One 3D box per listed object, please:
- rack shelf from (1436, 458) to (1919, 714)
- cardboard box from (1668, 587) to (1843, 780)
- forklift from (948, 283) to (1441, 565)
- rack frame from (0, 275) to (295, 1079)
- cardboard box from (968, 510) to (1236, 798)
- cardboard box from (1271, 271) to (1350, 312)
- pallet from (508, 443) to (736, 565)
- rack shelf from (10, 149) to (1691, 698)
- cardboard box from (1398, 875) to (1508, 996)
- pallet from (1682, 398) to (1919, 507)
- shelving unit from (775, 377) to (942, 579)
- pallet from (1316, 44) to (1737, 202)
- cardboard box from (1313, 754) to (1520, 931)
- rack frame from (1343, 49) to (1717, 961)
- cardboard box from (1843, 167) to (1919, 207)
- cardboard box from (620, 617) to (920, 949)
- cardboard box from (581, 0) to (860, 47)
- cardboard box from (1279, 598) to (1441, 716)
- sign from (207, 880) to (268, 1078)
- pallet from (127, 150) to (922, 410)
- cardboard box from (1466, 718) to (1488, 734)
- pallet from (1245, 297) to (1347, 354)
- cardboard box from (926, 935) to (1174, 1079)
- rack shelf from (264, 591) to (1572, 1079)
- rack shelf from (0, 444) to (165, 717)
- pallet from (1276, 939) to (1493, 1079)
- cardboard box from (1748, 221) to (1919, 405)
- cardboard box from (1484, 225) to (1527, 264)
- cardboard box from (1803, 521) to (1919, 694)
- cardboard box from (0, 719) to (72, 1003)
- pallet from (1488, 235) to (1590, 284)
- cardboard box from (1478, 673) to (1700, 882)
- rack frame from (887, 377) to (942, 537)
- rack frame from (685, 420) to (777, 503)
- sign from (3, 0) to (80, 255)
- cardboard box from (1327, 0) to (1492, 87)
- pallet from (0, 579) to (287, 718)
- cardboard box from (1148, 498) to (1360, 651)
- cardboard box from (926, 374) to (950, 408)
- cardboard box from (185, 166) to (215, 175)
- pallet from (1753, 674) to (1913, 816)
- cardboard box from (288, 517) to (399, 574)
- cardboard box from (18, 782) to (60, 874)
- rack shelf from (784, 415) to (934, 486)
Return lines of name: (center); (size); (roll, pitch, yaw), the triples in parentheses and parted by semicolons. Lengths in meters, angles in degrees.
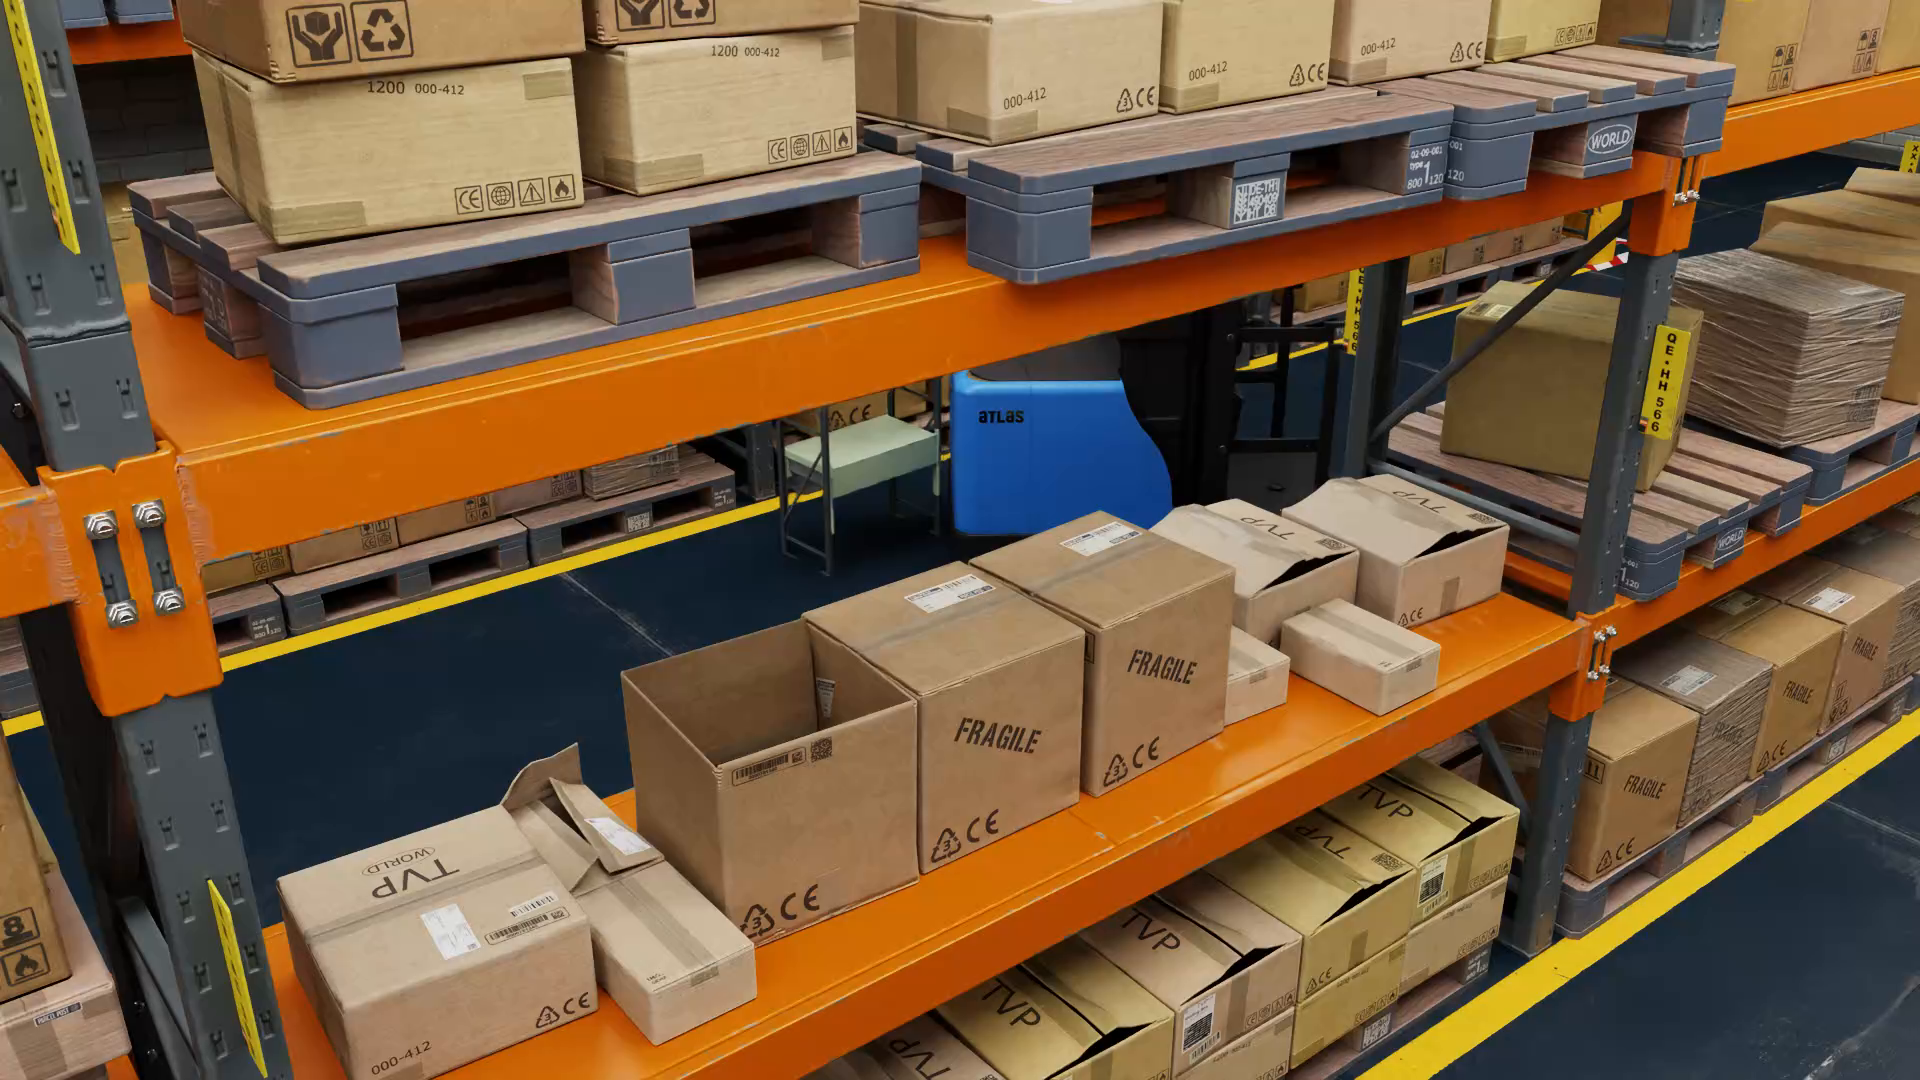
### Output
rack shelf: (3.254, -0.302, 6.692); (4.000, 0.370, 1.077); (-18, 31, -34)
cardboard box: (3.021, 0.536, 6.480); (0.500, 0.500, 0.500); (-19, 31, -35)
forklift: (1.462, -1.279, 8.099); (3.031, 2.867, 1.129); (-1, 25, -2)
rack frame: (-1.468, 0.930, 3.182); (0.127, 3.000, 1.000); (-18, 31, -34)
cardboard box: (0.370, 0.287, 4.449); (0.500, 0.500, 0.500); (-20, 32, -37)
cardboard box: (2.420, -2.005, 11.977); (0.500, 0.500, 0.700); (-18, 30, -33)
pallet: (-1.995, -0.281, 9.106); (1.213, 0.211, 1.003); (-18, 31, -34)
rack shelf: (0.106, -0.623, 3.822); (4.000, 0.370, 1.077); (-18, 31, -34)
cardboard box: (1.417, 1.165, 5.443); (0.500, 0.250, 0.500); (-17, 30, -33)
pallet: (3.208, -0.528, 6.553); (1.213, 0.211, 1.003); (-18, 31, -34)
shelving unit: (-0.508, -0.656, 8.382); (0.755, 1.500, 0.431); (-21, 32, -38)
pallet: (1.201, -1.178, 4.386); (1.003, 0.211, 1.213); (-17, 30, -32)
cardboard box: (1.420, 0.911, 5.325); (0.500, 0.311, 0.500); (-17, 30, -33)
rack frame: (1.680, -0.109, 5.421); (0.127, 3.000, 1.000); (-18, 31, -34)
cardboard box: (4.317, -1.335, 7.445); (0.700, 0.500, 0.500); (15, 29, 29)
cardboard box: (-0.439, 0.554, 3.874); (0.500, 0.500, 0.500); (-16, 29, -30)
cardboard box: (-0.524, -1.196, 2.988); (0.500, 0.500, 0.500); (-15, 29, -29)
cardboard box: (1.143, 0.330, 4.773); (0.250, 0.149, 0.380); (-18, 31, -34)
sign: (-1.124, 0.685, 2.588); (0.005, 0.325, 0.100); (-18, 31, -34)
pallet: (-0.781, -0.577, 3.094); (1.217, 0.209, 0.805); (-20, 31, -36)
cardboard box: (2.271, 0.505, 6.546); (0.500, 0.500, 0.500); (-17, 30, -32)
pallet: (2.415, -1.695, 12.151); (1.213, 0.211, 1.003); (-18, 31, -34)
cardboard box: (0.220, 1.308, 4.469); (0.500, 0.311, 0.500); (-17, 30, -33)
rack shelf: (0.106, 0.616, 4.397); (3.809, 0.052, 0.919); (-18, 31, -34)
rack shelf: (-3.041, 0.416, 1.583); (4.000, 0.370, 1.077); (-18, 31, -34)
pallet: (1.008, 1.357, 5.575); (1.213, 0.211, 1.003); (-18, 31, -34)
cardboard box: (3.476, -0.904, 6.518); (0.700, 0.500, 0.500); (18, 30, 33)
cardboard box: (4.033, -2.539, 13.127); (0.500, 0.500, 0.700); (-18, 31, -34)
cardboard box: (3.827, 0.265, 7.062); (0.500, 0.500, 0.500); (-18, 30, -33)
cardboard box: (-1.813, 0.414, 2.635); (0.500, 0.500, 0.700); (-18, 30, -34)
pallet: (4.335, -2.328, 13.516); (1.213, 0.211, 1.003); (-18, 31, -34)
cardboard box: (2.215, 0.802, 5.905); (0.500, 0.500, 0.500); (-17, 30, -32)
rack frame: (-0.239, -0.761, 8.607); (0.023, 1.500, 0.400); (-21, 32, -38)
rack frame: (-1.380, -1.749, 8.955); (0.127, 3.000, 1.000); (-18, 31, -34)
sign: (-1.124, -0.517, 2.030); (0.005, 0.325, 0.100); (-18, 31, -34)
cardboard box: (0.957, -1.313, 4.132); (0.500, 0.250, 0.500); (-17, 30, -33)
pallet: (-3.915, 0.352, 7.740); (1.213, 0.211, 1.003); (-18, 31, -34)
cardboard box: (0.857, 0.100, 5.077); (0.500, 0.311, 0.500); (-19, 31, -35)
cardboard box: (-0.027, -1.337, 10.123); (0.750, 0.750, 0.750); (-18, 31, -34)
cardboard box: (-3.163, -1.400, 7.561); (0.500, 0.500, 0.700); (-14, 28, -27)
pallet: (3.250, 0.660, 7.078); (1.213, 0.211, 1.003); (-18, 31, -34)
cardboard box: (-3.156, -0.242, 8.155); (0.500, 0.500, 0.700); (-18, 30, -33)
cardboard box: (-1.799, 0.596, 3.012); (0.250, 0.149, 0.380); (-18, 31, -34)
rack shelf: (-0.508, -0.449, 8.478); (0.686, 0.124, 0.368); (-21, 32, -38)
